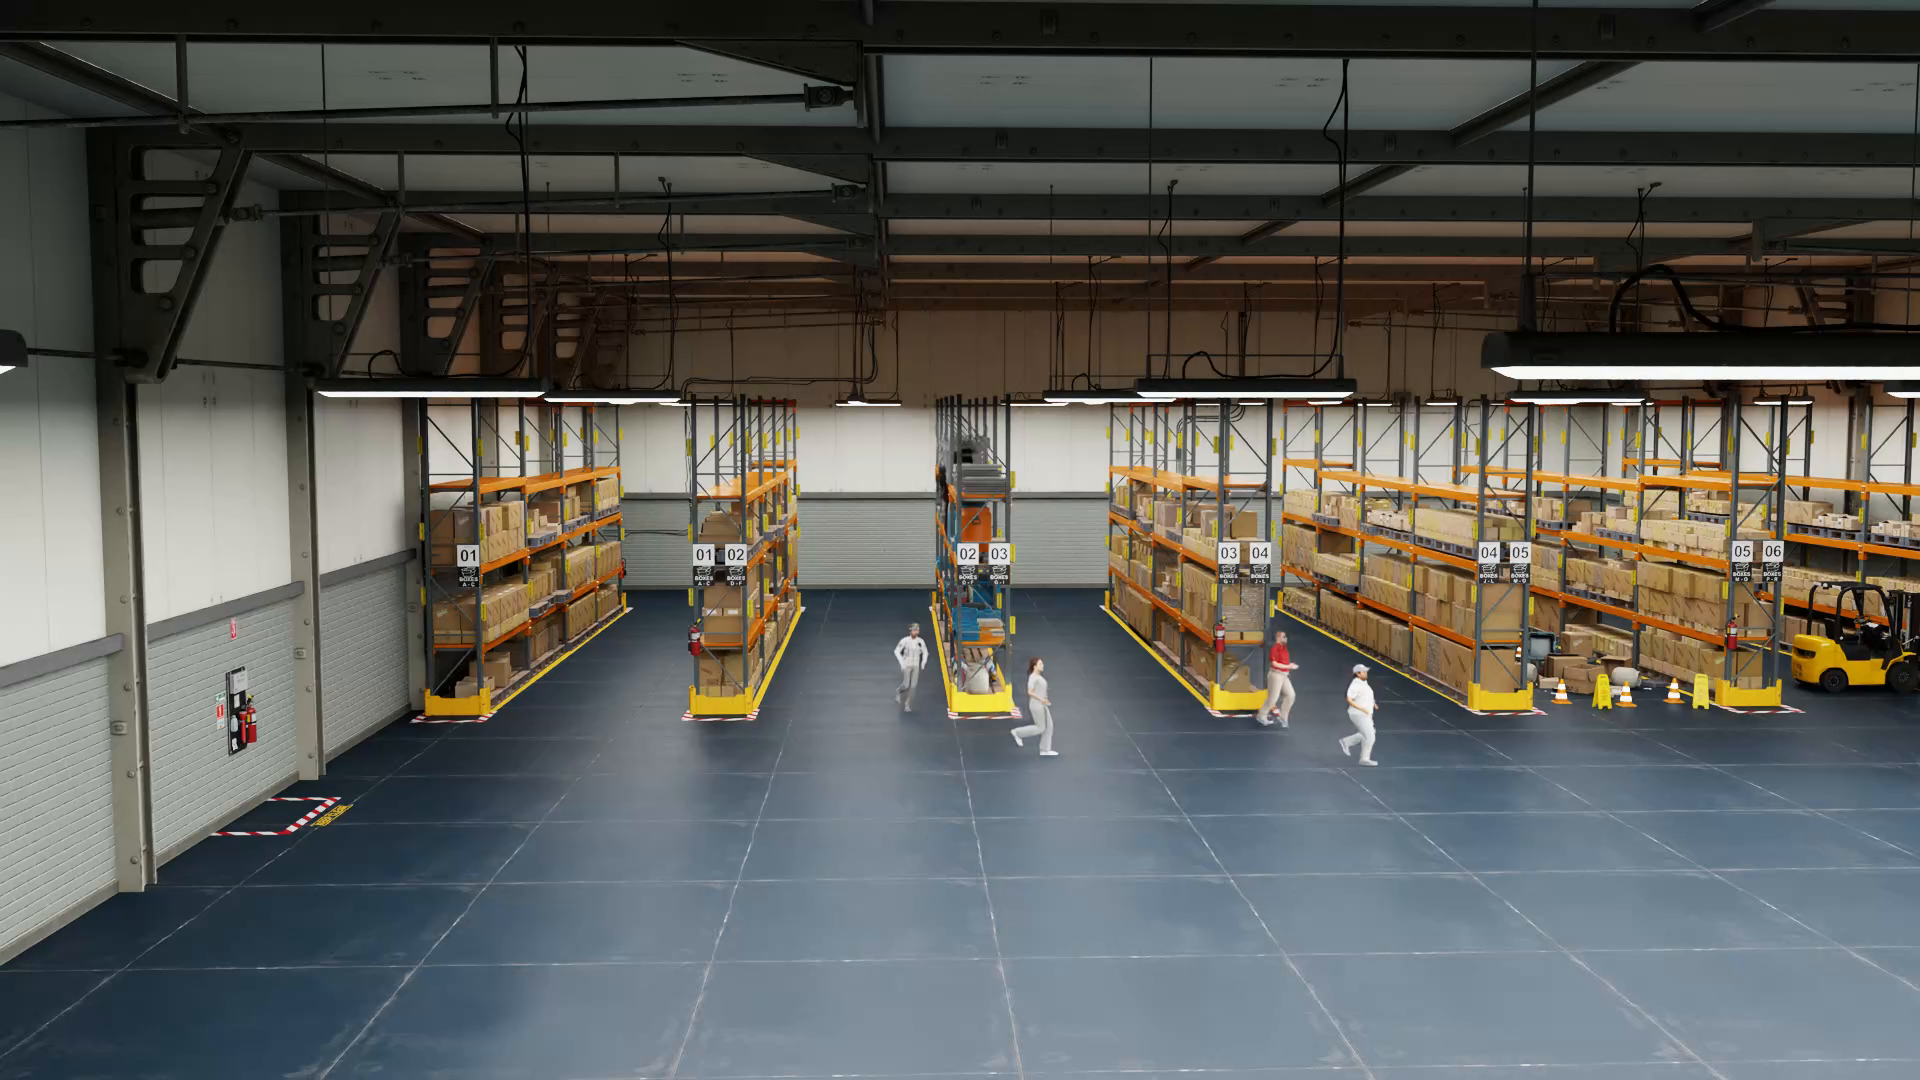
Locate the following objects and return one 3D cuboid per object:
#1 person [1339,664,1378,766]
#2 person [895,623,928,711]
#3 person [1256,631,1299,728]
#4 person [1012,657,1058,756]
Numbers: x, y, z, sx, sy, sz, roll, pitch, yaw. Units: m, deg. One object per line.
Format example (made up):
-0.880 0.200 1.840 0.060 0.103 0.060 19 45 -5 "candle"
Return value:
6.420 2.804 26.805 0.664 1.619 0.611 2 5 29 "person"
-0.921 2.411 31.826 0.646 1.673 0.564 -1 5 -17 "person"
5.747 2.540 29.940 0.772 1.820 0.682 3 5 34 "person"
1.257 2.748 27.453 0.776 1.637 0.565 1 5 18 "person"
